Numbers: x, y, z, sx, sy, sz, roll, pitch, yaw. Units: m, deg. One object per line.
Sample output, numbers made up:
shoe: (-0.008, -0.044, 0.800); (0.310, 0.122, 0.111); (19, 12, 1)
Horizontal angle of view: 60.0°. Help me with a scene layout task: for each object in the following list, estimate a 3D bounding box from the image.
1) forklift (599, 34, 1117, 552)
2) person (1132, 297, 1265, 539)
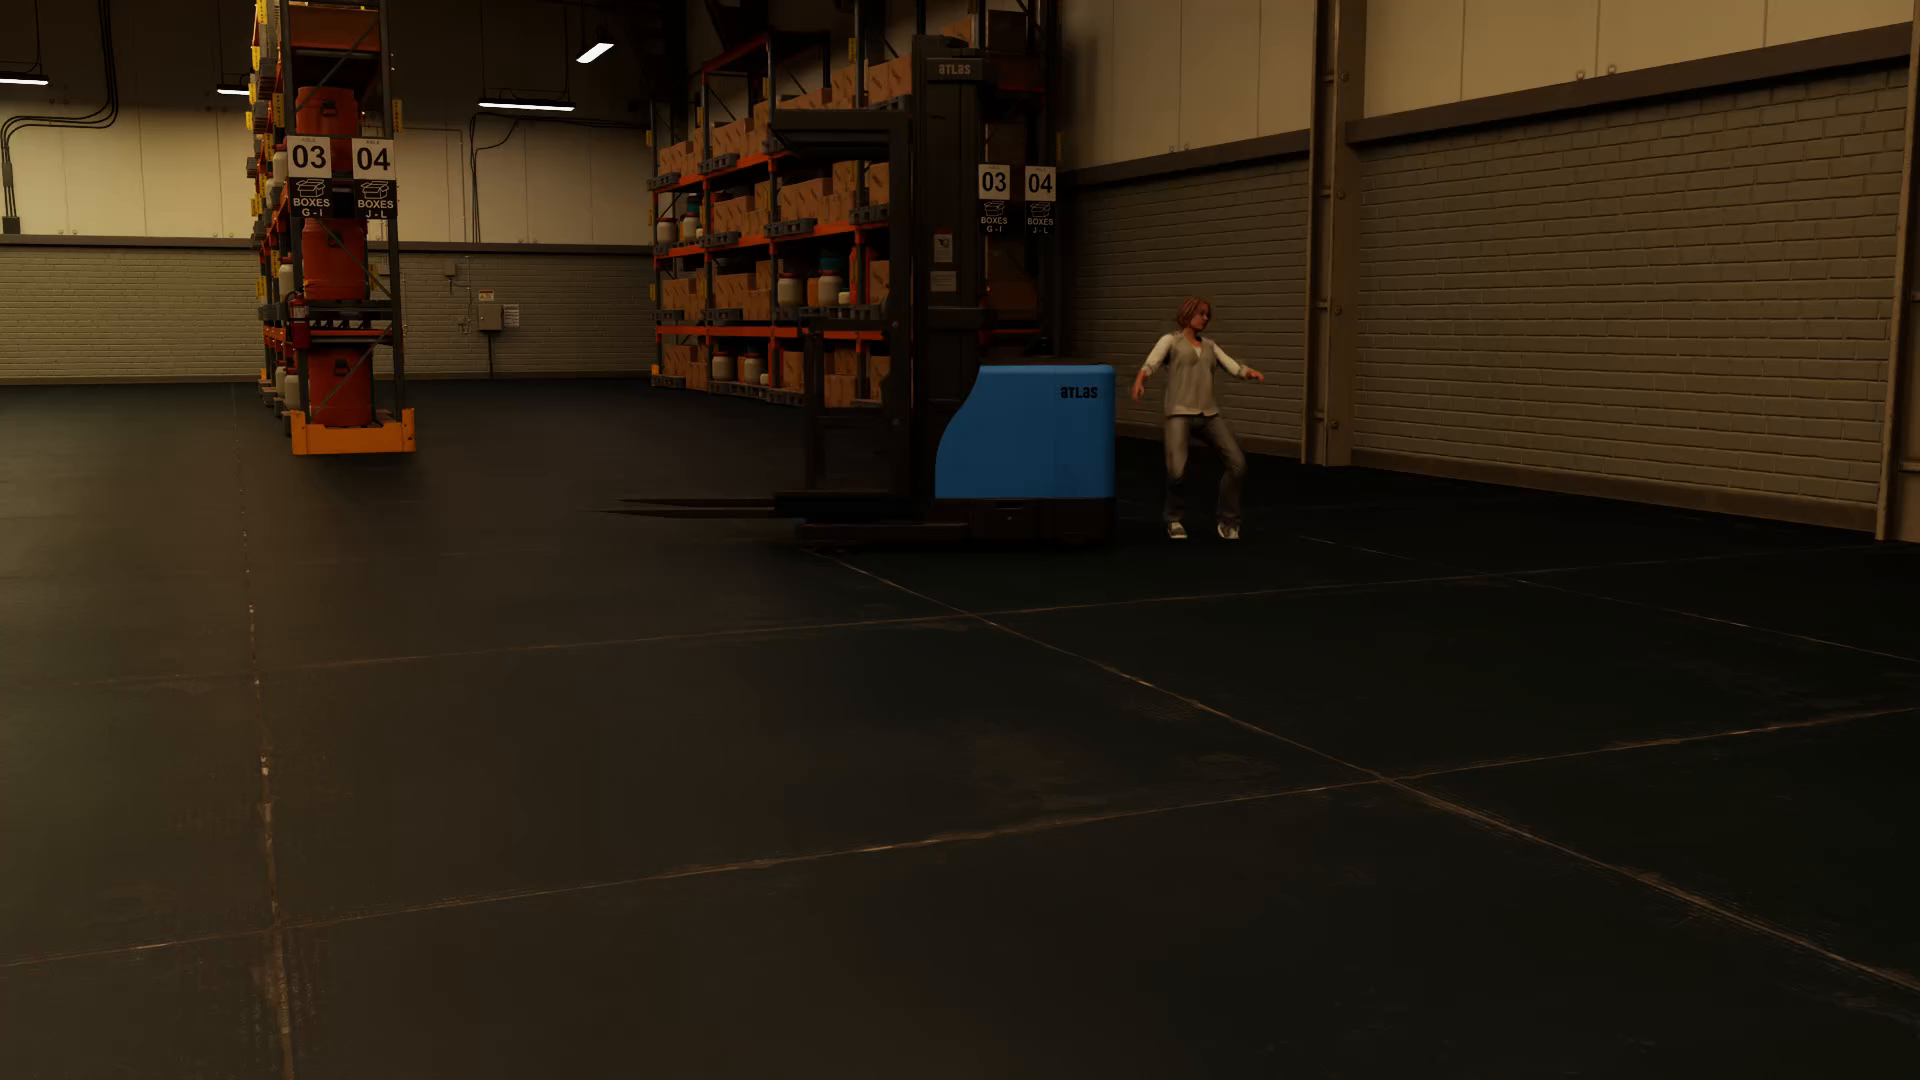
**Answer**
forklift: (-0.610, -1.451, 9.948); (3.031, 2.935, 1.130); (0, 8, -1)
person: (1.374, -0.686, 9.996); (0.817, 1.543, 0.691); (-3, 8, -24)
